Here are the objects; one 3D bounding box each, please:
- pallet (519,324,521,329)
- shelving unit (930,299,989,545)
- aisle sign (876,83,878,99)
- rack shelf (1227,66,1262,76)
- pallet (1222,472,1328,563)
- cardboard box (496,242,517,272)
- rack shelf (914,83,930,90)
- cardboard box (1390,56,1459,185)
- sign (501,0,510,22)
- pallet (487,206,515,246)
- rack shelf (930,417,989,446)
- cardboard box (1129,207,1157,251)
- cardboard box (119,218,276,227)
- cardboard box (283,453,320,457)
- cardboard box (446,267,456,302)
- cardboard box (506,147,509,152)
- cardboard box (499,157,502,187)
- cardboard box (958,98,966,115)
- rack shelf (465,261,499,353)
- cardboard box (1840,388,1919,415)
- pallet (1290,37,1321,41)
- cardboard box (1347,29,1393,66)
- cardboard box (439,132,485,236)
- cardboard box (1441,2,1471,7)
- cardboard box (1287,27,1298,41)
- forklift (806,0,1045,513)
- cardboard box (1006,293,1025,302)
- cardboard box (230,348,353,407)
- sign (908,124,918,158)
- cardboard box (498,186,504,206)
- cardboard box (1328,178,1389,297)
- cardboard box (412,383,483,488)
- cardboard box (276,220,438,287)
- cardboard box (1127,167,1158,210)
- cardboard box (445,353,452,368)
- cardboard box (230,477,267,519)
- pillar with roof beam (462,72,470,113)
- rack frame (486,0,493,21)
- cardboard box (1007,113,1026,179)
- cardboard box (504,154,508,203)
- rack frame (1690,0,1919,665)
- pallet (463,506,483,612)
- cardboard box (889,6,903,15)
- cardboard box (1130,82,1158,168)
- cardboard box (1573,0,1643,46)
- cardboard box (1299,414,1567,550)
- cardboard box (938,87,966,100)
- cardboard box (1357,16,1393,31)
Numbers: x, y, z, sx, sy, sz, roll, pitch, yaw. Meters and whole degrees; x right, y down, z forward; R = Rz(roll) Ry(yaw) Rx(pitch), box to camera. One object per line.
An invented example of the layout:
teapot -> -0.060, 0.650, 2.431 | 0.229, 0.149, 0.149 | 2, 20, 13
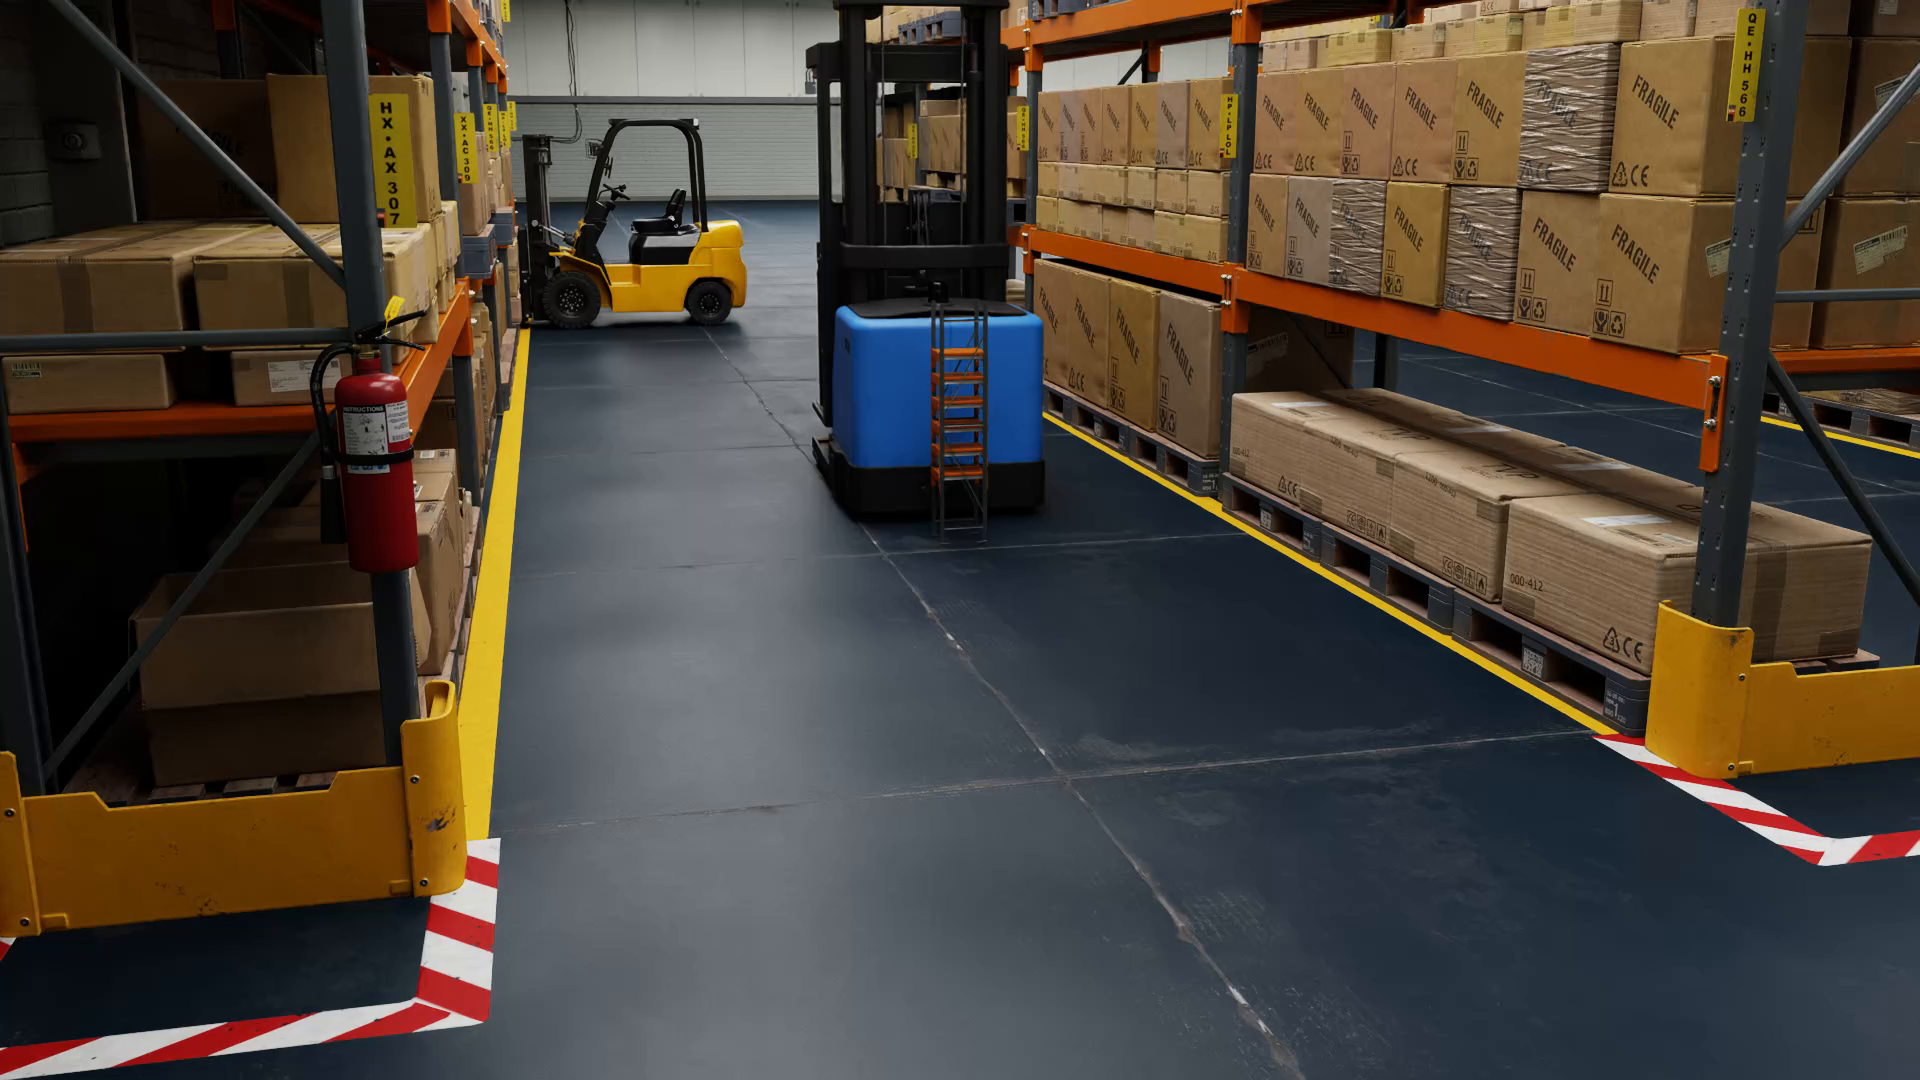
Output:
pallet -> -5.195, -2.371, 17.688 | 1.003, 0.211, 1.213 | -3, 14, -13
shelving unit -> -0.003, -0.586, 8.298 | 0.258, 1.200, 0.189 | -3, 14, -13
aisle sign -> -1.190, -5.718, 20.035 | 0.394, 0.787, 0.004 | -3, 14, -13
rack shelf -> 4.383, -5.404, 19.421 | 1.077, 0.370, 4.000 | -3, 14, -13
pallet -> 2.047, -0.156, 8.619 | 1.003, 0.211, 1.213 | -3, 14, -13
cardboard box -> -4.567, -2.741, 16.129 | 0.500, 0.250, 0.500 | -4, 14, -14
rack shelf -> -0.405, -5.105, 18.196 | 1.077, 0.370, 4.000 | -3, 14, -13
cardboard box -> 2.158, -1.749, 6.947 | 0.500, 0.500, 0.500 | -3, 14, -14
sign -> -5.168, -6.057, 18.878 | 0.100, 0.325, 0.005 | -3, 14, -13
pallet -> -3.592, -2.090, 11.064 | 1.213, 0.211, 1.003 | -3, 14, -13
rack shelf -> -0.003, -0.543, 8.309 | 0.258, 0.103, 0.180 | -3, 14, -13
cardboard box -> 1.375, -1.942, 10.370 | 0.500, 0.250, 0.500 | -4, 14, -15
cardboard box -> -2.661, -1.007, 5.917 | 0.500, 0.250, 0.500 | -3, 14, -13
cardboard box -> -3.283, -0.499, 8.531 | 0.500, 0.500, 0.500 | -3, 14, -13
cardboard box -> -2.393, -1.114, 7.194 | 0.380, 0.149, 0.250 | -3, 14, -12
cardboard box -> -5.256, -4.423, 18.633 | 0.380, 0.149, 0.250 | -3, 14, -12
cardboard box -> -4.267, -3.211, 14.511 | 0.500, 0.250, 0.500 | -4, 14, -15
cardboard box -> 0.187, -3.875, 14.877 | 0.380, 0.149, 0.250 | -2, 14, -10
rack shelf -> -3.350, -1.524, 9.862 | 1.077, 0.370, 4.000 | -3, 14, -13
cardboard box -> 6.313, -1.136, 11.137 | 0.500, 0.500, 0.500 | -4, 14, -14
pallet -> 4.388, -5.719, 19.382 | 1.003, 0.211, 1.213 | -3, 14, -13
cardboard box -> 1.976, -2.214, 7.483 | 0.380, 0.149, 0.250 | -4, 14, -15
cardboard box -> -2.776, -1.789, 8.334 | 0.700, 0.500, 0.500 | -3, 14, -12
cardboard box -> 5.174, -5.318, 16.773 | 0.500, 0.250, 0.500 | -3, 14, -13
cardboard box -> 4.039, -5.898, 19.363 | 0.380, 0.149, 0.250 | -3, 14, -13
forklift -> -0.315, -1.868, 9.897 | 1.130, 2.935, 3.031 | -2, 14, -10
cardboard box -> 0.528, -2.016, 15.011 | 0.950, 0.372, 0.625 | -3, 14, -11
cardboard box -> -1.751, -0.459, 4.514 | 0.380, 0.149, 0.250 | -3, 14, -14
sign -> -0.460, -3.924, 16.345 | 0.100, 0.325, 0.005 | -3, 14, -13
cardboard box -> -4.263, -2.968, 14.571 | 0.500, 0.250, 0.500 | -3, 14, -14
cardboard box -> 2.024, -1.384, 7.562 | 0.500, 0.500, 0.500 | -3, 14, -13
cardboard box -> -2.775, -0.526, 8.643 | 0.500, 0.500, 0.500 | -3, 14, -11
cardboard box -> -2.167, -1.031, 6.016 | 0.500, 0.250, 0.500 | -4, 14, -15
cardboard box -> 1.352, -2.182, 10.302 | 0.500, 0.250, 0.500 | -3, 14, -12
cardboard box -> -2.765, -0.956, 8.408 | 0.380, 0.149, 0.250 | -4, 14, -14
cardboard box -> -2.955, -0.145, 7.480 | 0.500, 0.311, 0.500 | -3, 14, -11
pillar with roof beam -> -7.863, -12.661, 41.289 | 9.100, 9.000, 0.400 | -3, 14, -13
rack frame -> -4.759, -6.172, 14.730 | 1.000, 3.000, 0.127 | -3, 14, -13
cardboard box -> 0.628, -3.099, 13.070 | 0.500, 0.500, 0.500 | -4, 14, -15
cardboard box -> -4.868, -3.660, 16.875 | 0.500, 0.500, 0.500 | -3, 14, -14
rack frame -> 2.883, -0.767, 5.247 | 1.000, 3.000, 0.127 | -3, 14, -13
pallet -> -2.720, 0.101, 7.571 | 1.003, 0.211, 1.213 | -3, 14, -13
cardboard box -> -0.520, -5.492, 17.116 | 0.380, 0.149, 0.250 | -3, 14, -12
cardboard box -> 1.366, -2.550, 10.228 | 0.500, 0.500, 0.500 | -3, 14, -11
cardboard box -> 2.379, -1.800, 5.792 | 0.380, 0.149, 0.250 | -3, 14, -14
cardboard box -> 2.198, -0.292, 7.816 | 0.875, 0.438, 0.875 | -4, 14, -15
cardboard box -> 0.173, -4.328, 16.877 | 0.700, 0.500, 0.500 | -3, 14, -14
cardboard box -> 4.457, -5.489, 17.686 | 0.380, 0.149, 0.250 | -3, 14, -13
